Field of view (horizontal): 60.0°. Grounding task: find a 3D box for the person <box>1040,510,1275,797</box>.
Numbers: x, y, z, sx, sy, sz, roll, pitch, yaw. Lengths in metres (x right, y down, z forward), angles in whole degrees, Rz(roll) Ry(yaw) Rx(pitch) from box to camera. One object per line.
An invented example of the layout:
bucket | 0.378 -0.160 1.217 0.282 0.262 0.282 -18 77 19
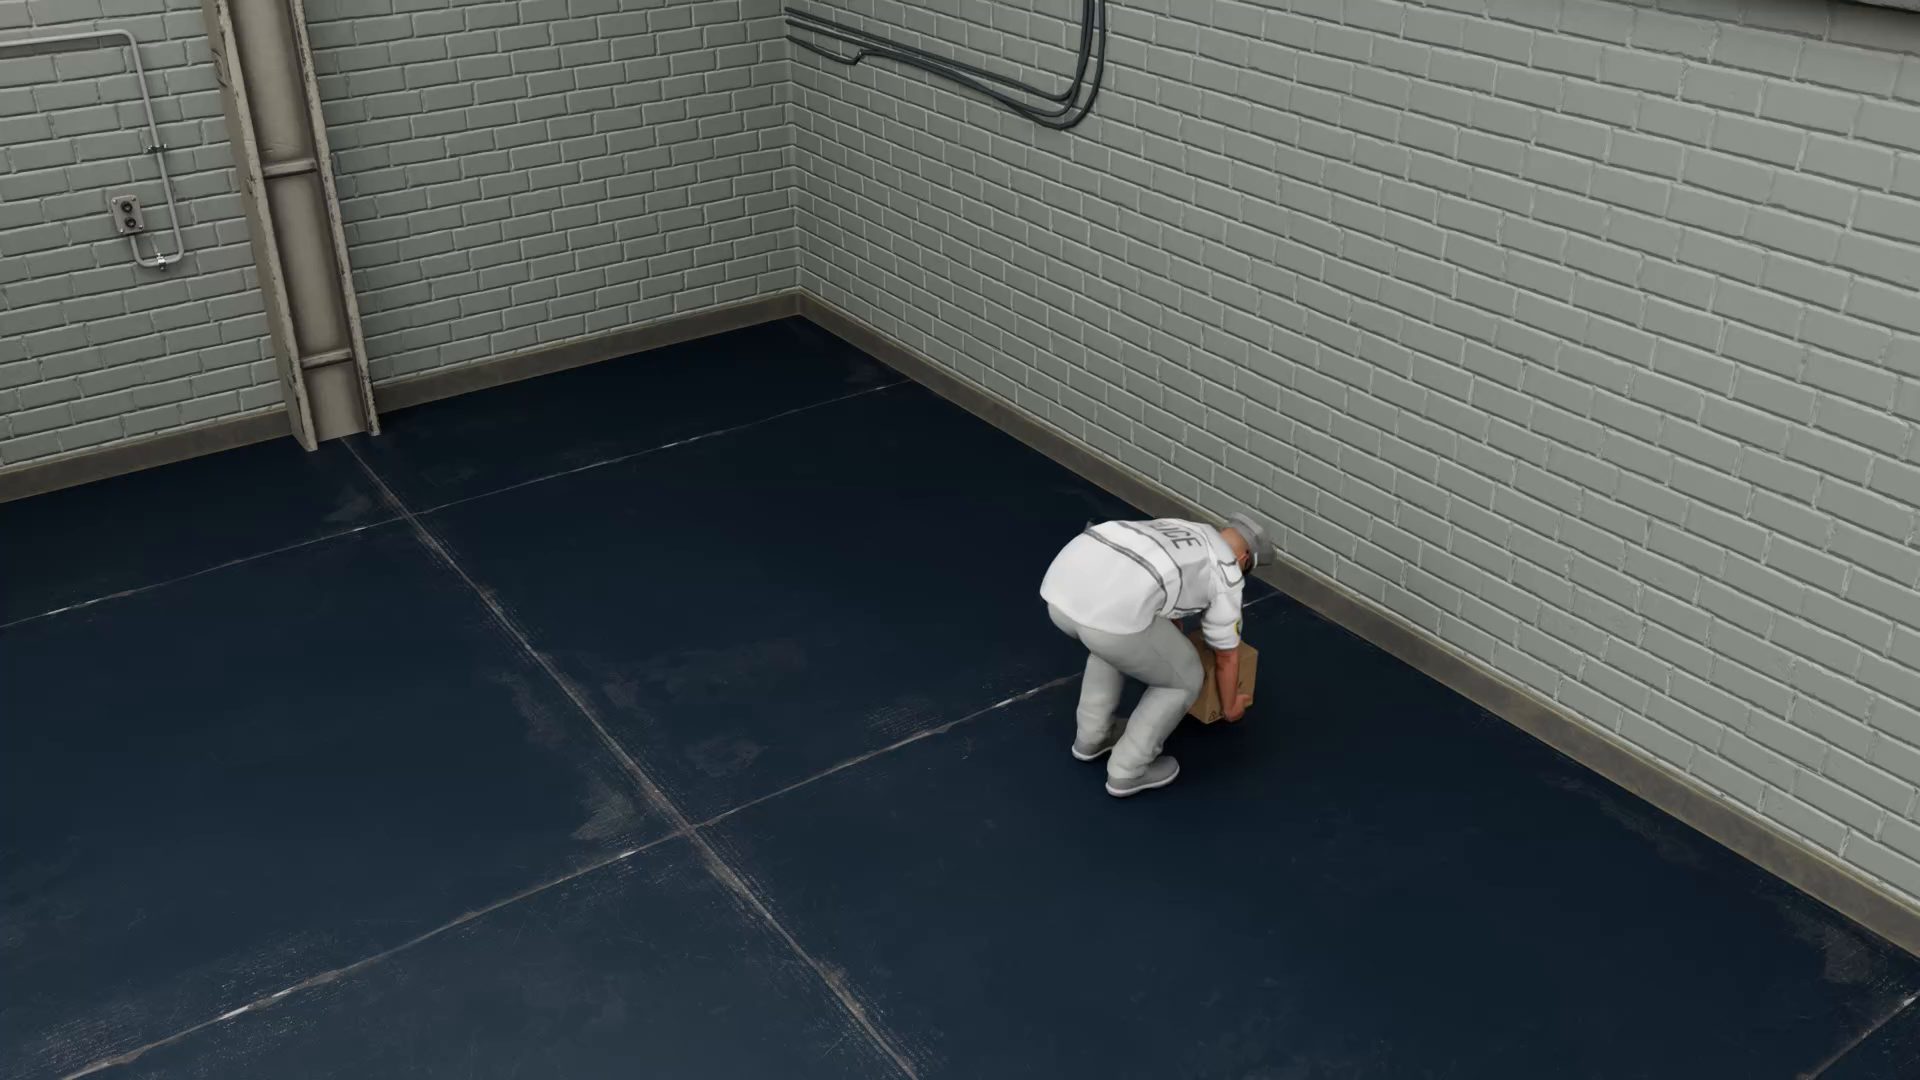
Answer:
person | 0.764 0.359 6.226 1.030 1.017 0.516 -21 35 -33
